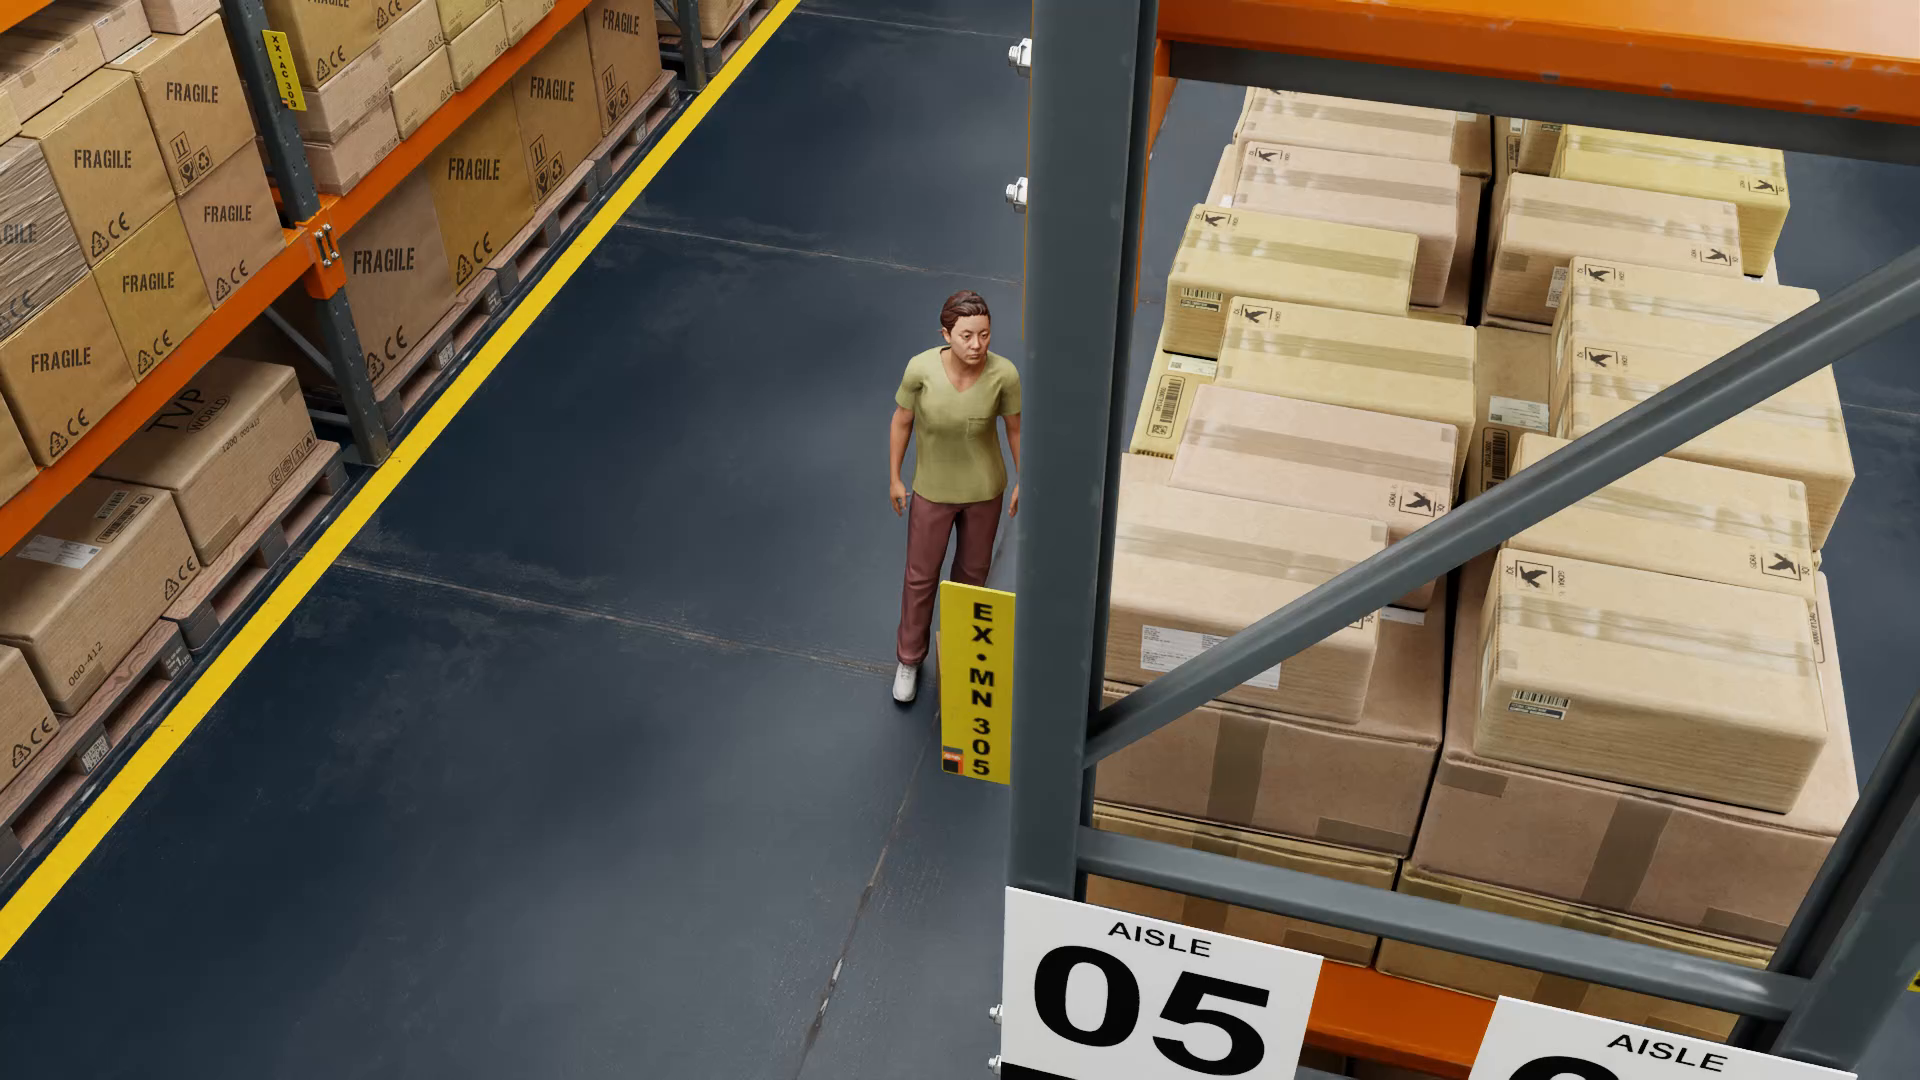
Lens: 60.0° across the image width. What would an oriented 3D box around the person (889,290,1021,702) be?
[{"bbox_3d":[-0.008,-0.152,6.320,0.555,1.674,0.548,-3,41,-3],"label":"person"}]
